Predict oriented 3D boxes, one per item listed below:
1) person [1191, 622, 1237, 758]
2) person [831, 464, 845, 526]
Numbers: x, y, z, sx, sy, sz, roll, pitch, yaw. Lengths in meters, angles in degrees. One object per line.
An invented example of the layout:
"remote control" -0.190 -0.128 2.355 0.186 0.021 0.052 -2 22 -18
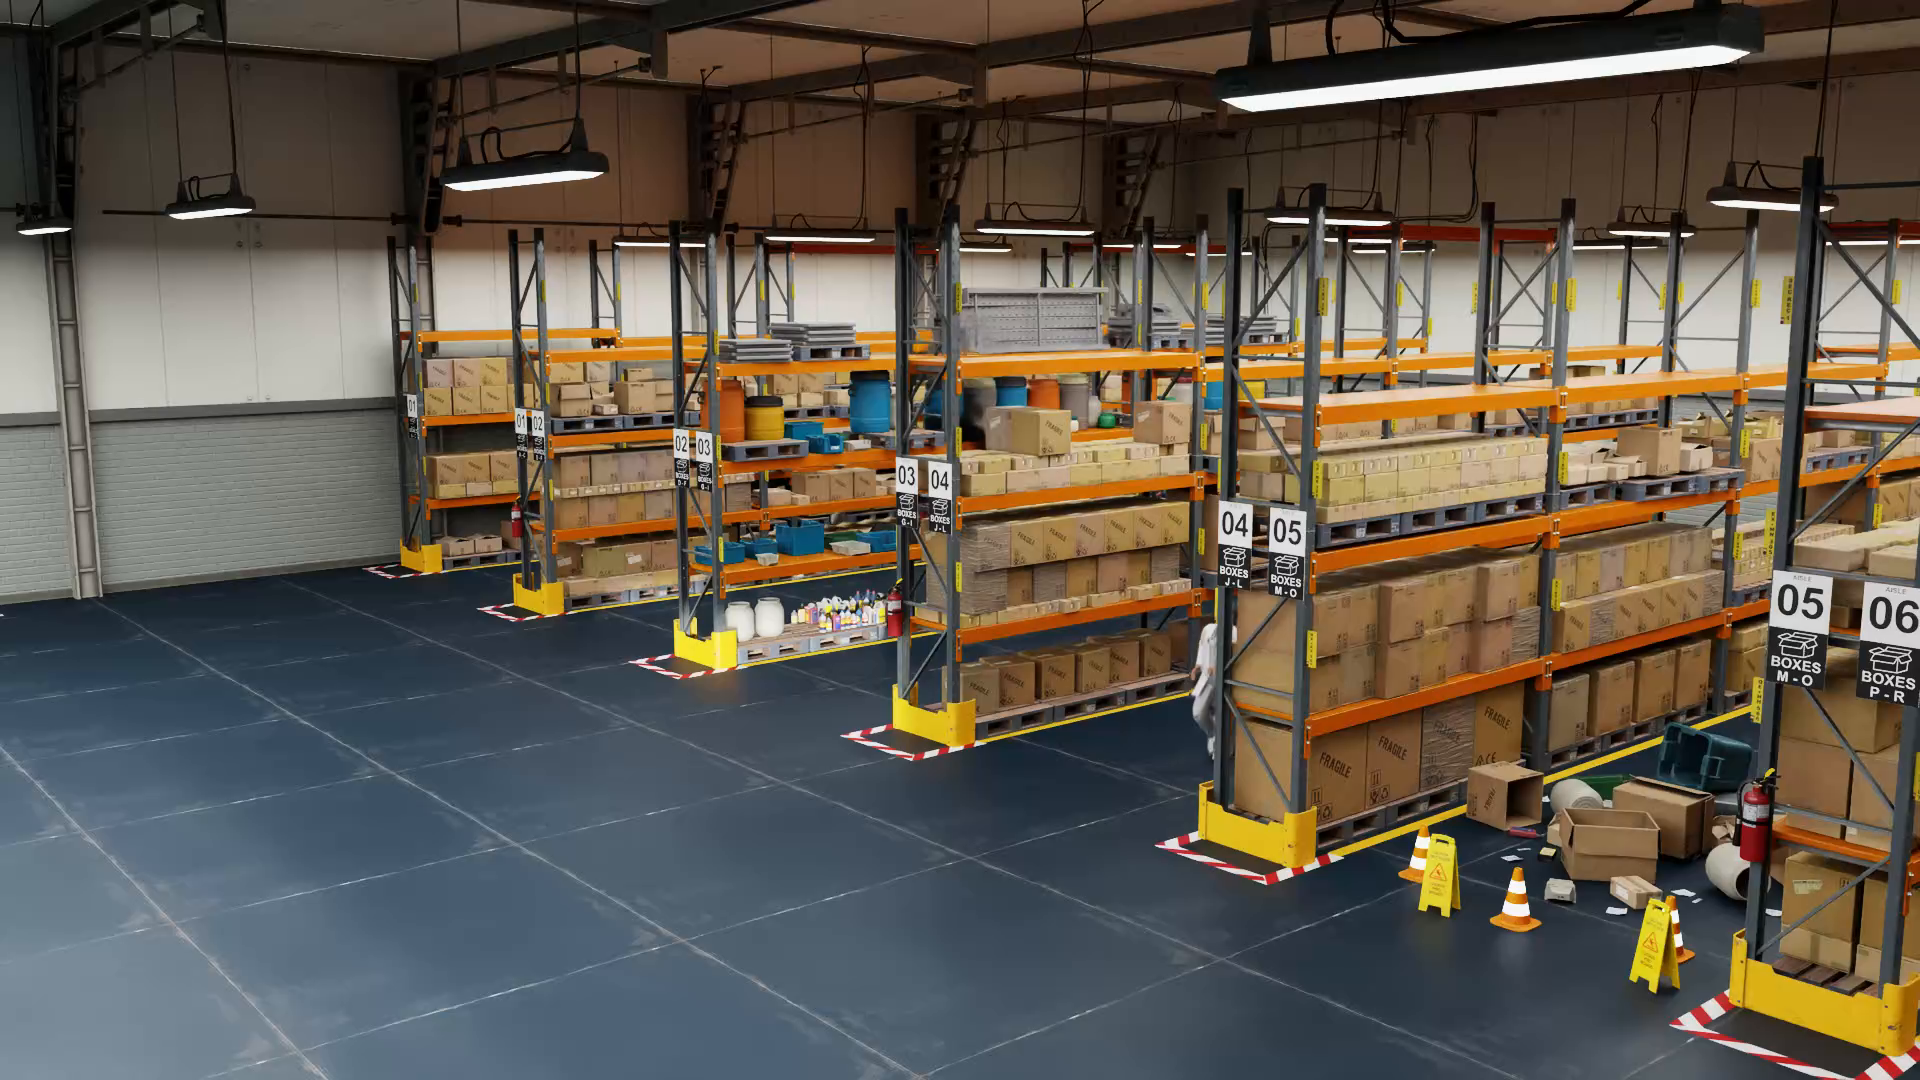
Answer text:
"person" 2.777 1.639 18.031 0.704 1.539 0.653 6 11 36
"person" -2.340 -0.661 32.337 0.762 1.824 0.672 -7 11 -38
